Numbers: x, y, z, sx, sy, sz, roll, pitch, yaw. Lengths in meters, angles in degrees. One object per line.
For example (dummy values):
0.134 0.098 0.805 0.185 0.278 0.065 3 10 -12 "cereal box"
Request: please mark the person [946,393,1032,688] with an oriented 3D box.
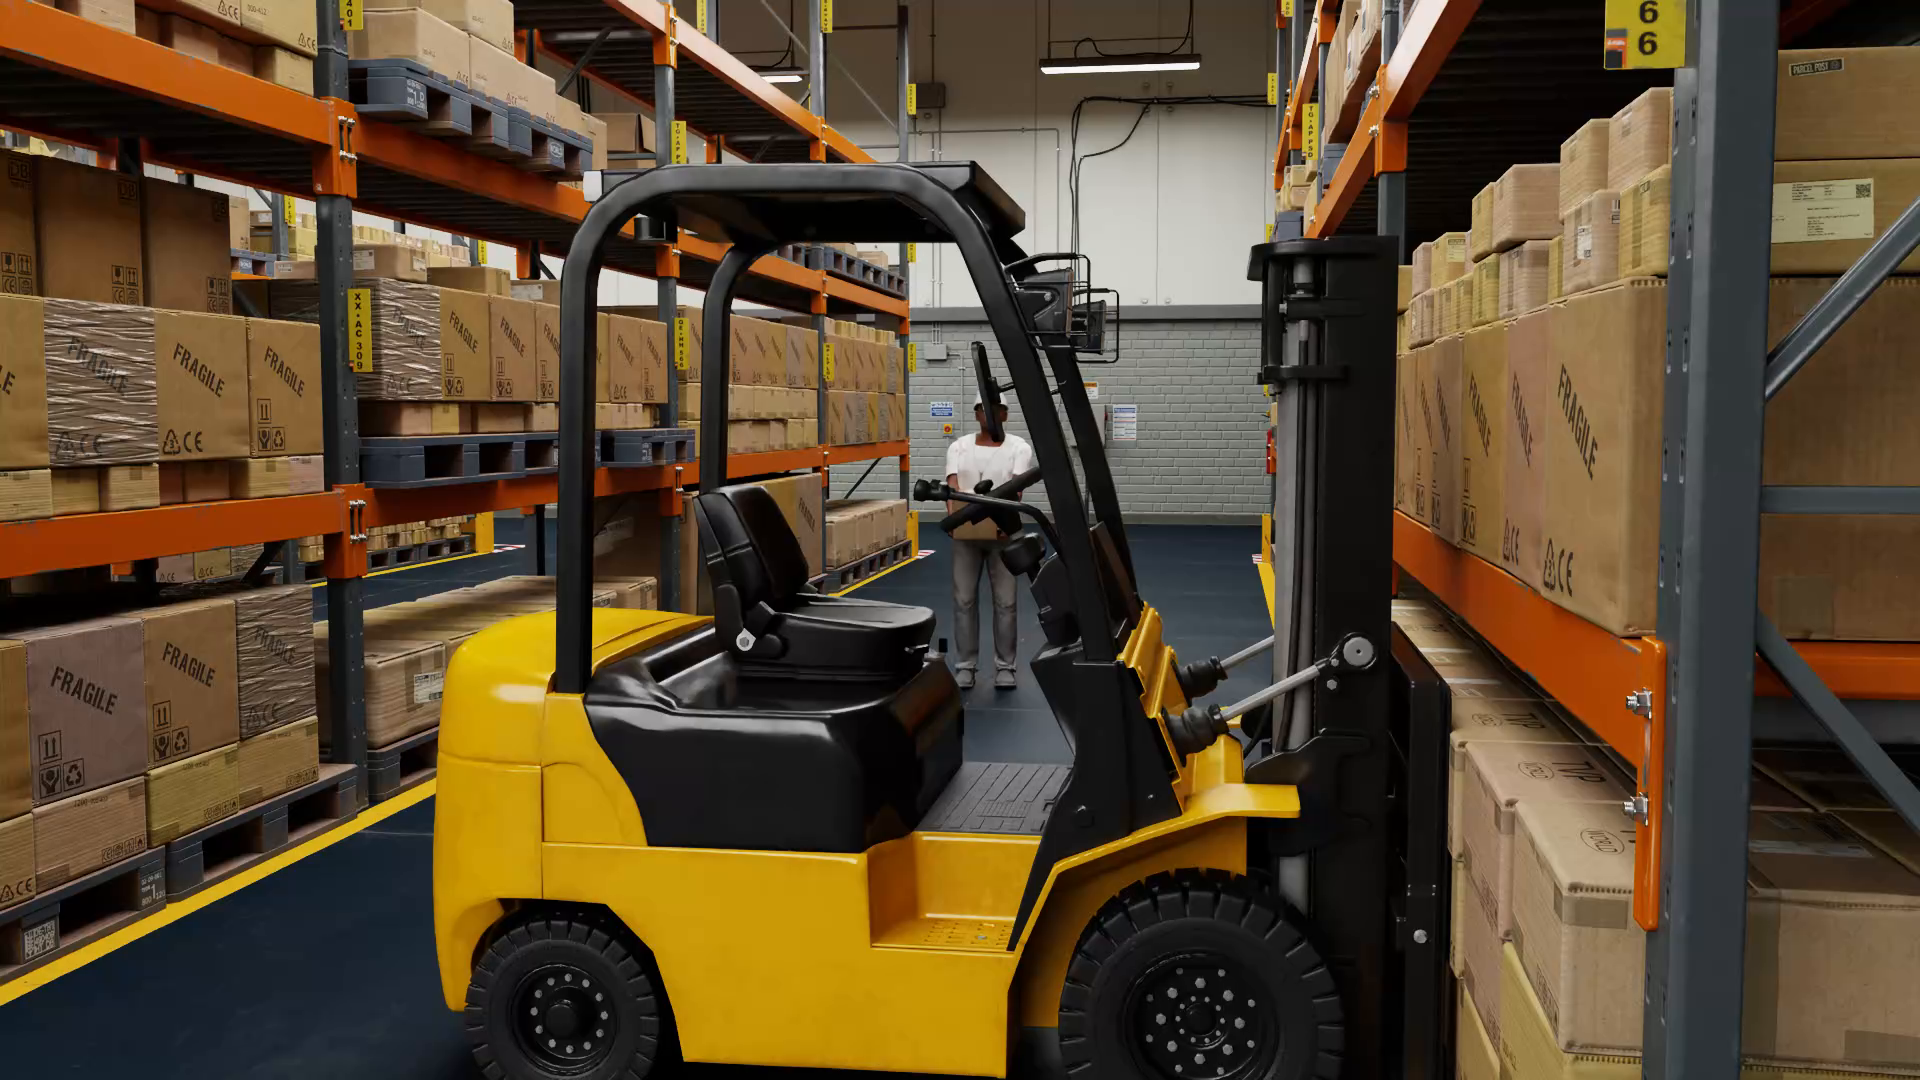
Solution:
0.149 -0.012 9.691 0.503 1.760 0.586 1 5 10 "person"
